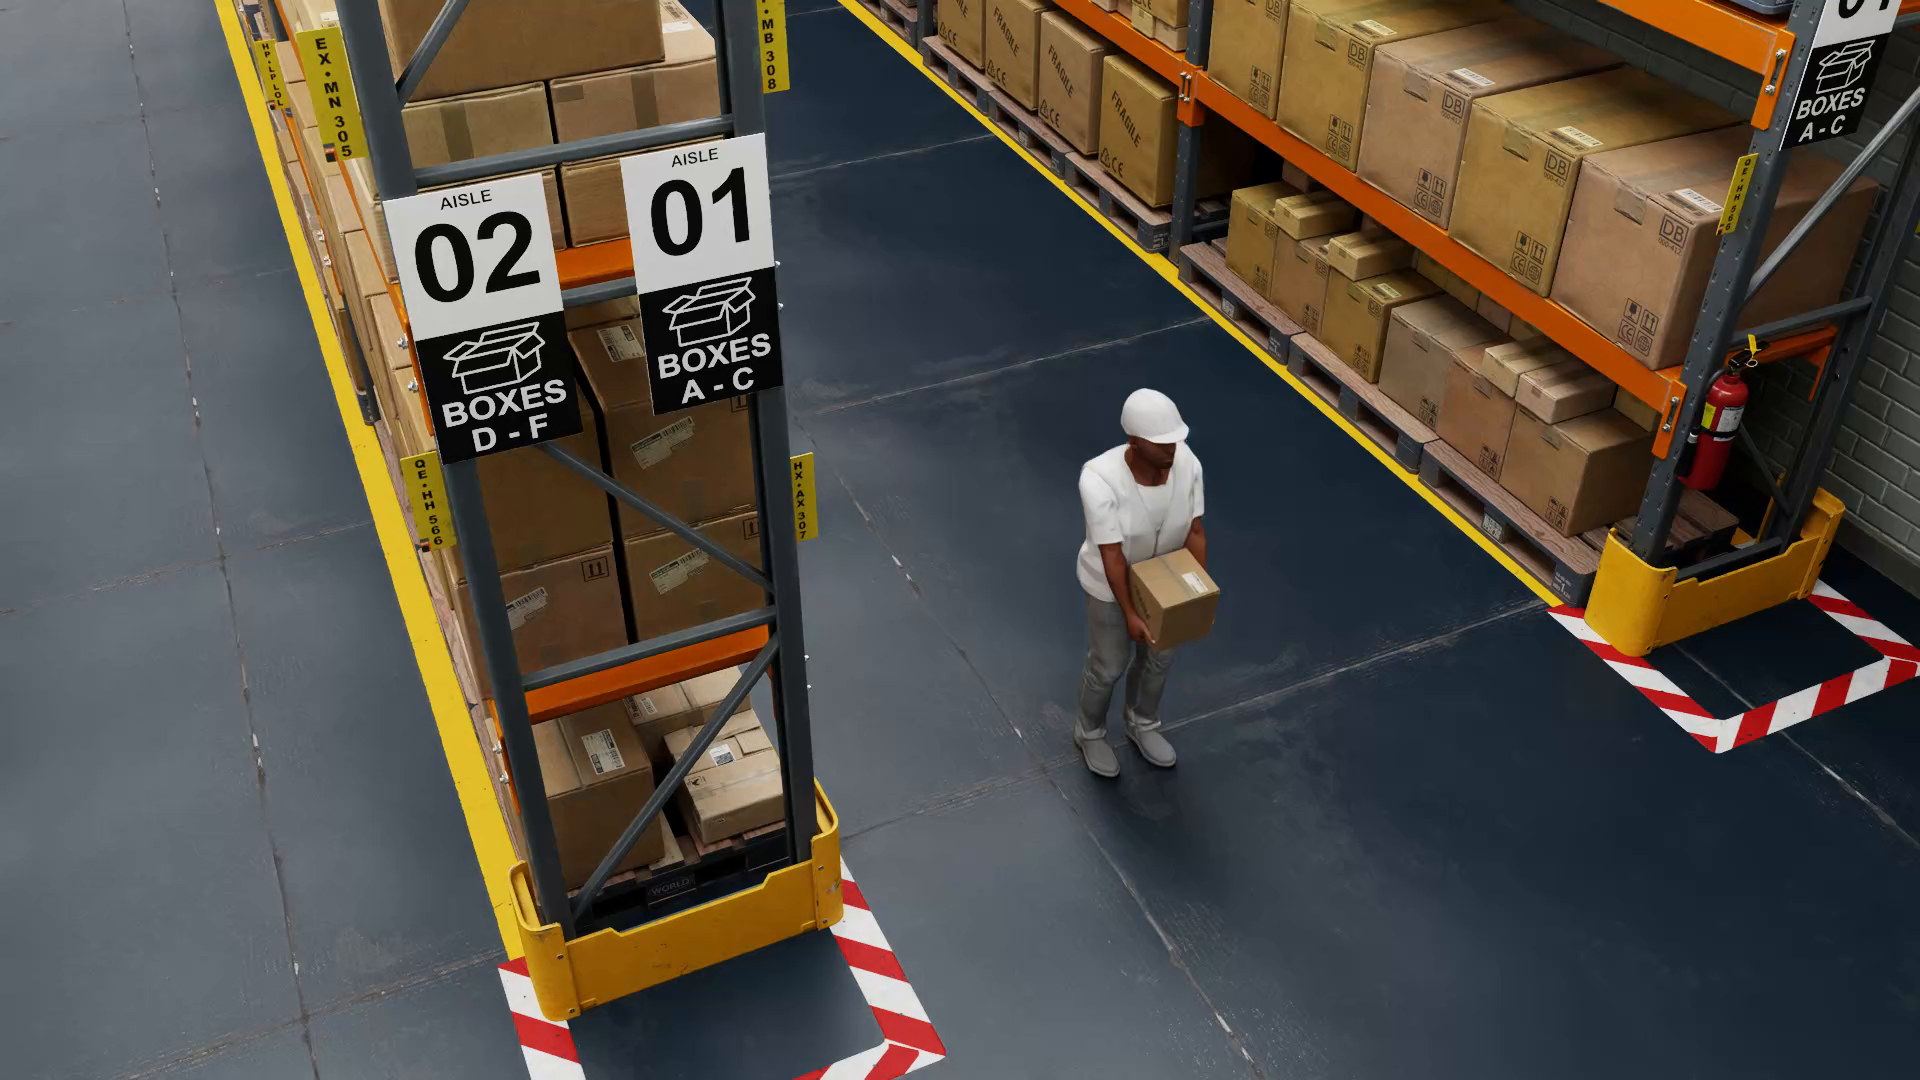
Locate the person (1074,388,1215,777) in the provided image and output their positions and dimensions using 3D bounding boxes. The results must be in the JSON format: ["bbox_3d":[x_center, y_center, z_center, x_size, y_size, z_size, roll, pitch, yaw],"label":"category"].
[{"bbox_3d":[0.741,0.218,6.549,0.505,1.762,0.573,-16,40,-20],"label":"person"}]
